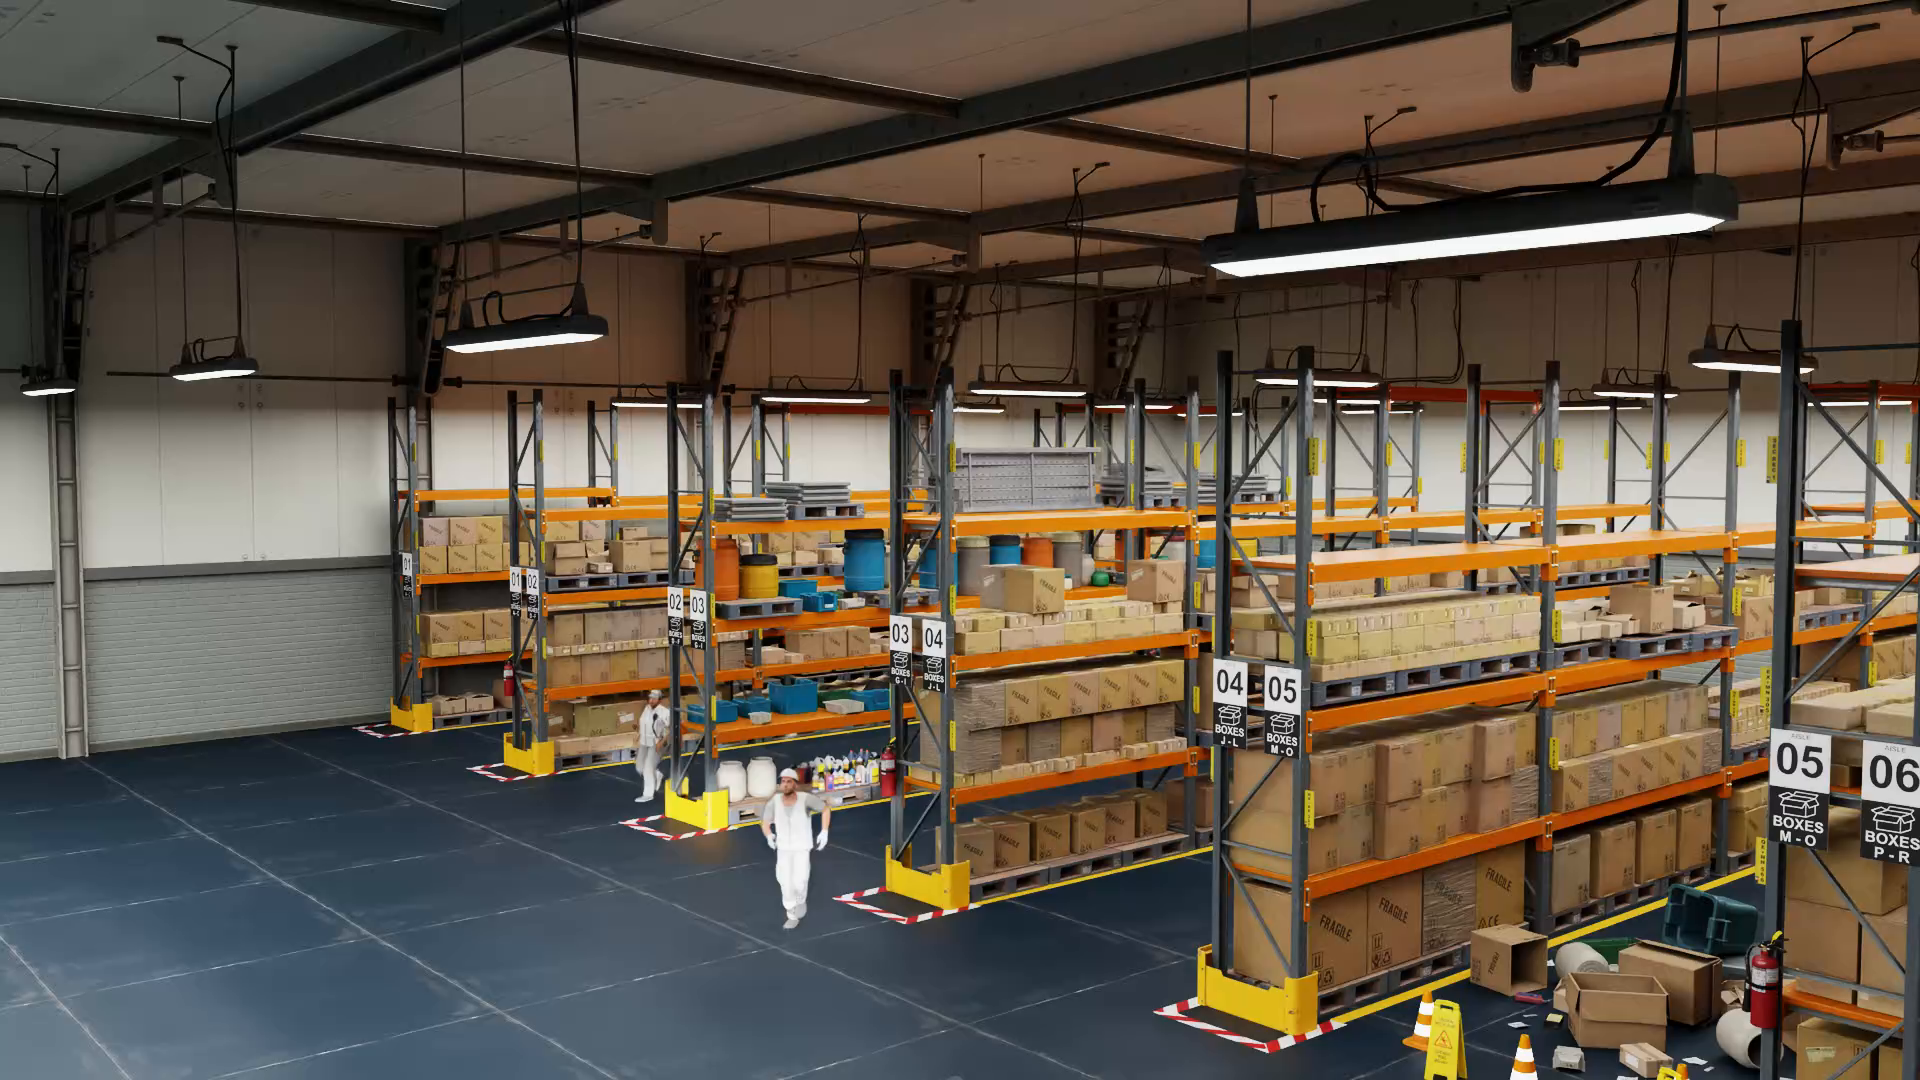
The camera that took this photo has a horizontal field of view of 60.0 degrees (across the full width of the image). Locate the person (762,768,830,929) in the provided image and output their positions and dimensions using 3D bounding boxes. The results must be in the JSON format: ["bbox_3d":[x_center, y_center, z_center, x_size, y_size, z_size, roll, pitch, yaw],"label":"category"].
[{"bbox_3d":[-1.750,3.268,17.483,0.693,1.737,0.698,0,3,8],"label":"person"}]

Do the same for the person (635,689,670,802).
[{"bbox_3d":[-4.368,2.954,24.059,0.644,1.626,0.627,2,4,32],"label":"person"}]
